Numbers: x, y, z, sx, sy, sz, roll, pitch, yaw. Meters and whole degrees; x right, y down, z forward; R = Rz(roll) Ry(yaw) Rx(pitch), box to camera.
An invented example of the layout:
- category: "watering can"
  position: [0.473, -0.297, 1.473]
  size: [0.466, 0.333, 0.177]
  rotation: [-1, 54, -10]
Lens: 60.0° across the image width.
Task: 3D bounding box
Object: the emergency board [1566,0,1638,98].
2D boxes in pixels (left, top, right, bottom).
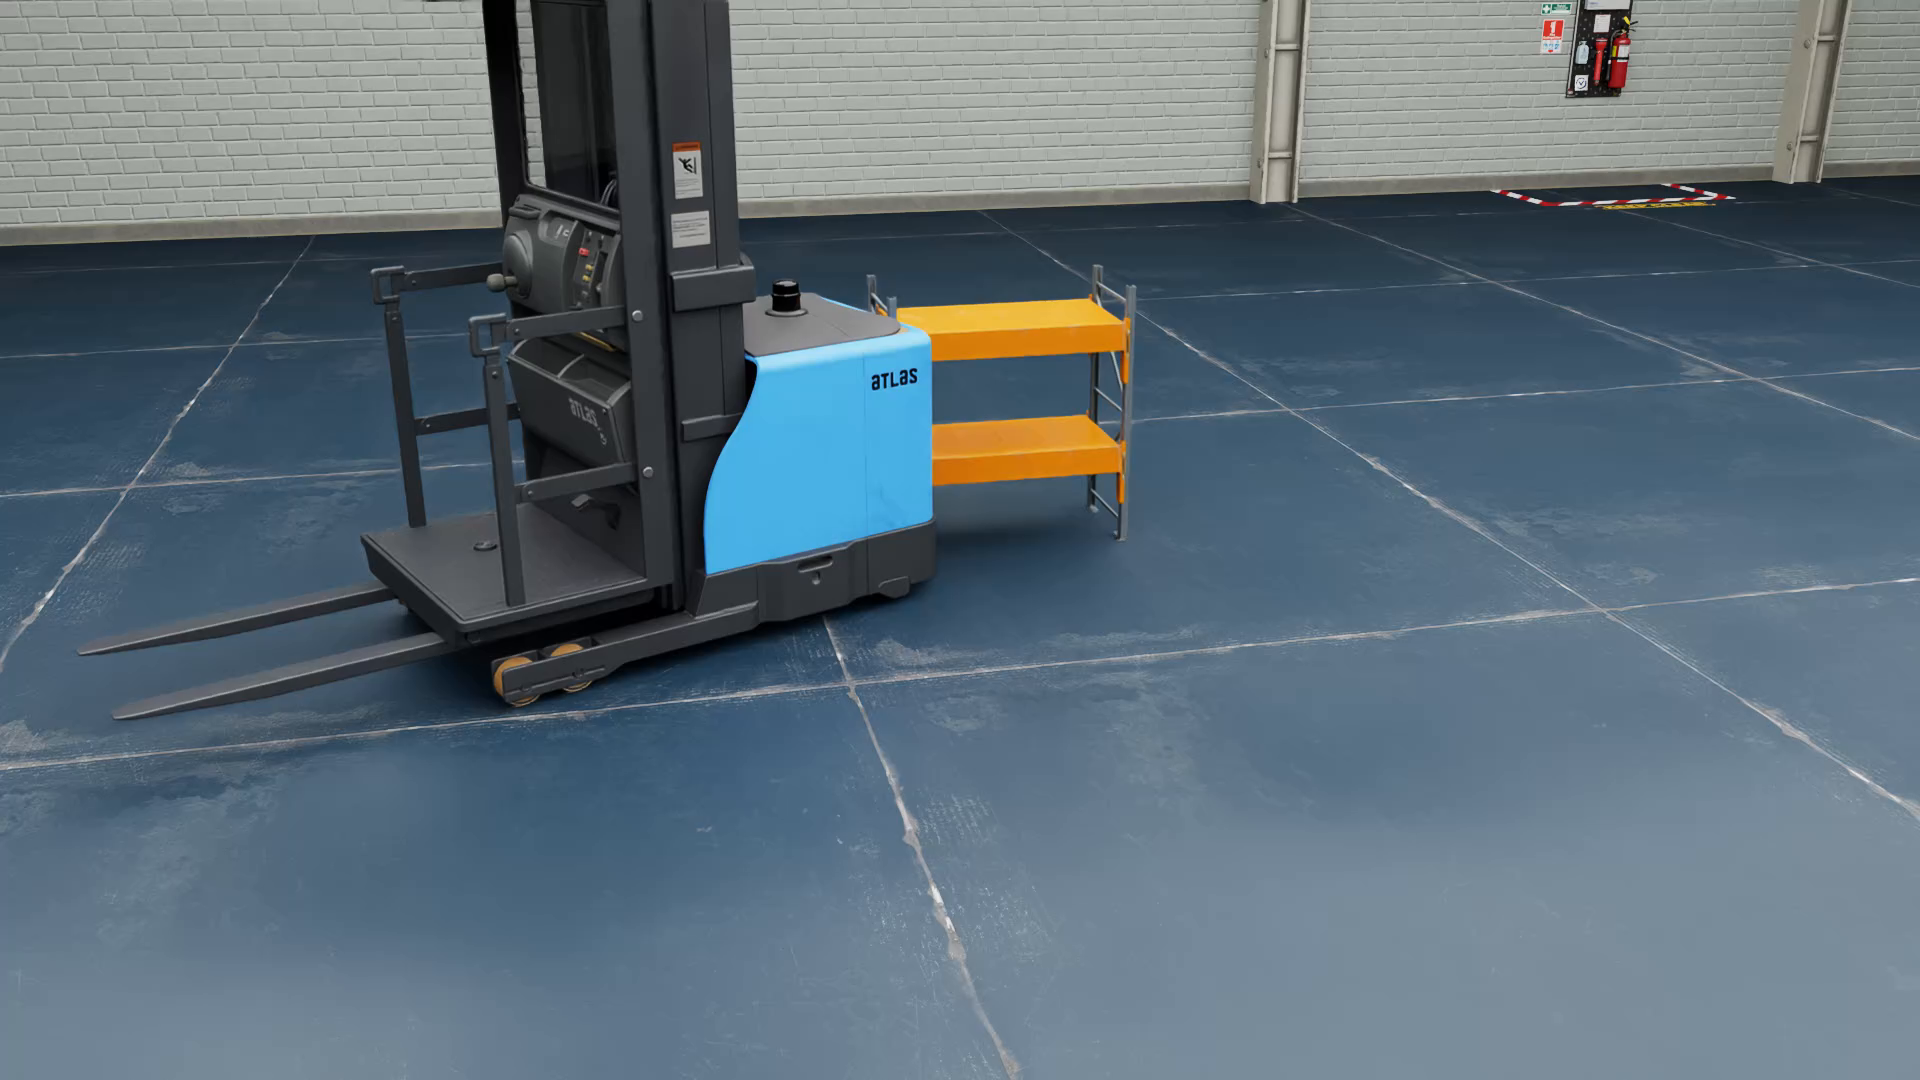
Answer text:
- category: "emergency board"
  position: [6.533, -5.071, 16.796]
  size: [0.643, 1.169, 0.194]
  rotation: [-5, 21, -12]

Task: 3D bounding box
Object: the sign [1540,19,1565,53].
- category: "sign"
  position: [5.971, -5.078, 16.765]
  size: [0.234, 0.329, 0.001]
  rotation: [-5, 21, -12]

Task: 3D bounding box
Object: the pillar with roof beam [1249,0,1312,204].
- category: "pillar with roof beam"
  position: [4.098, -6.154, 11.033]
  size: [0.400, 9.000, 9.100]
  rotation: [-5, 21, -12]

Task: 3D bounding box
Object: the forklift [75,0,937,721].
- category: "forklift"
  position: [-1.588, -1.008, 5.806]
  size: [3.031, 2.935, 1.130]
  rotation: [-14, 24, -33]

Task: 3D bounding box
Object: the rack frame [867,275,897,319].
- category: "rack frame"
  position: [-0.328, -0.528, 7.121]
  size: [0.032, 1.125, 0.500]
  rotation: [-5, 21, -12]

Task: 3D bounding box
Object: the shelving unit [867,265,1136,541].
- category: "shelving unit"
  position: [0.167, -0.568, 7.231]
  size: [1.048, 1.125, 0.538]
  rotation: [-5, 21, -12]

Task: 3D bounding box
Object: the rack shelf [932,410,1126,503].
- category: "rack shelf"
  position: [0.167, -0.339, 7.315]
  size: [1.000, 0.278, 0.538]
  rotation: [-5, 21, -12]

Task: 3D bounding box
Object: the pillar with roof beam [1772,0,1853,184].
- category: "pillar with roof beam"
  position: [9.937, -6.629, 12.329]
  size: [0.400, 9.000, 9.100]
  rotation: [-5, 21, -12]

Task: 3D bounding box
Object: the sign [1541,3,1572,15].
- category: "sign"
  position: [5.978, -5.324, 16.666]
  size: [0.331, 0.109, 0.001]
  rotation: [-5, 21, -12]

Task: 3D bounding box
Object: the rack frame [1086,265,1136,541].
- category: "rack frame"
  position: [0.662, -0.608, 7.340]
  size: [0.032, 1.125, 0.500]
  rotation: [-5, 21, -12]

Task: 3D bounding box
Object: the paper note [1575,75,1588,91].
- category: "paper note"
  position: [6.345, -4.666, 16.972]
  size: [0.142, 0.148, 0.016]
  rotation: [-5, 21, -12]

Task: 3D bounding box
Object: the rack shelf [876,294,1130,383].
- category: "rack shelf"
  position: [0.167, -0.843, 7.130]
  size: [1.000, 0.278, 0.538]
  rotation: [-5, 21, -12]
